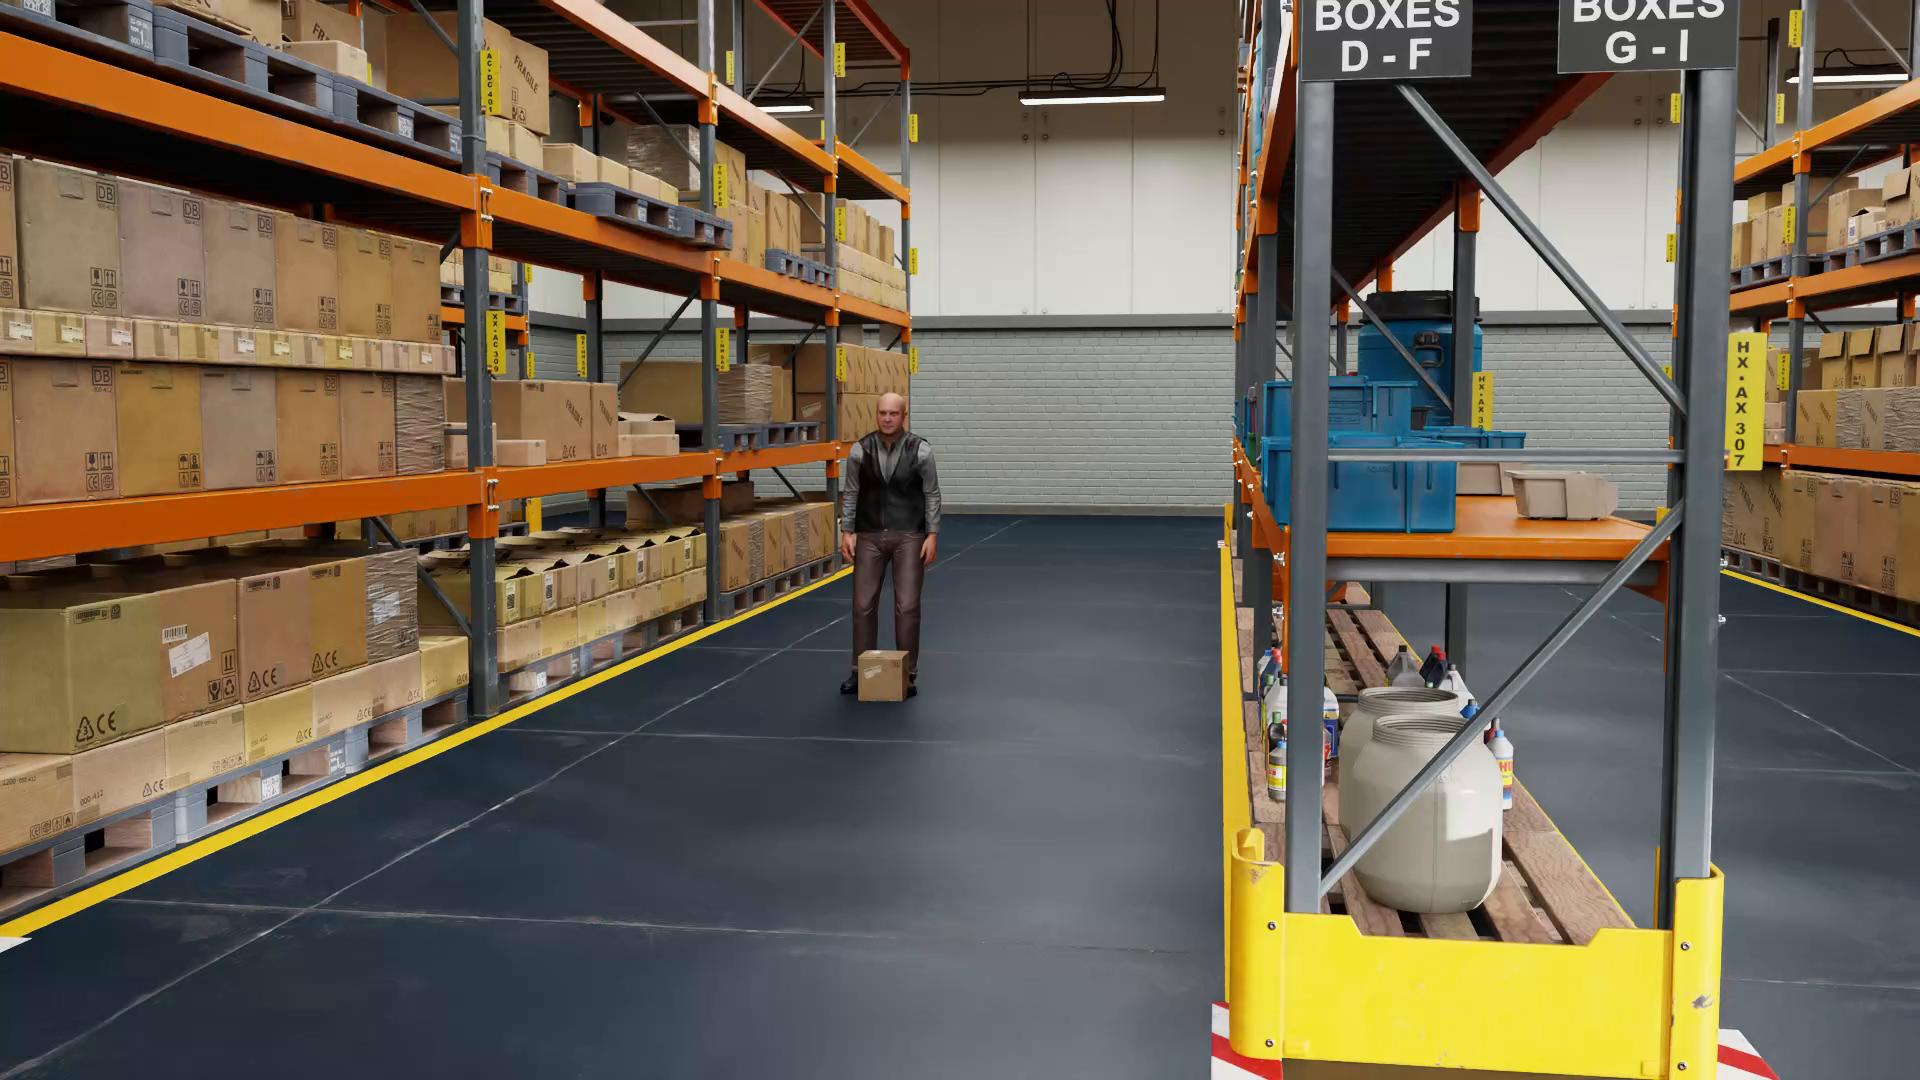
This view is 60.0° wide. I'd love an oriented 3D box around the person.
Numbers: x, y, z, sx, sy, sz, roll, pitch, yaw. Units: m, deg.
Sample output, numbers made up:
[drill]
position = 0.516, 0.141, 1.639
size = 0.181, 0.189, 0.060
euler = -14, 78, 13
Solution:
[person]
position = -0.402, 0.014, 9.602
size = 0.581, 1.721, 0.461
euler = 1, 4, 8
